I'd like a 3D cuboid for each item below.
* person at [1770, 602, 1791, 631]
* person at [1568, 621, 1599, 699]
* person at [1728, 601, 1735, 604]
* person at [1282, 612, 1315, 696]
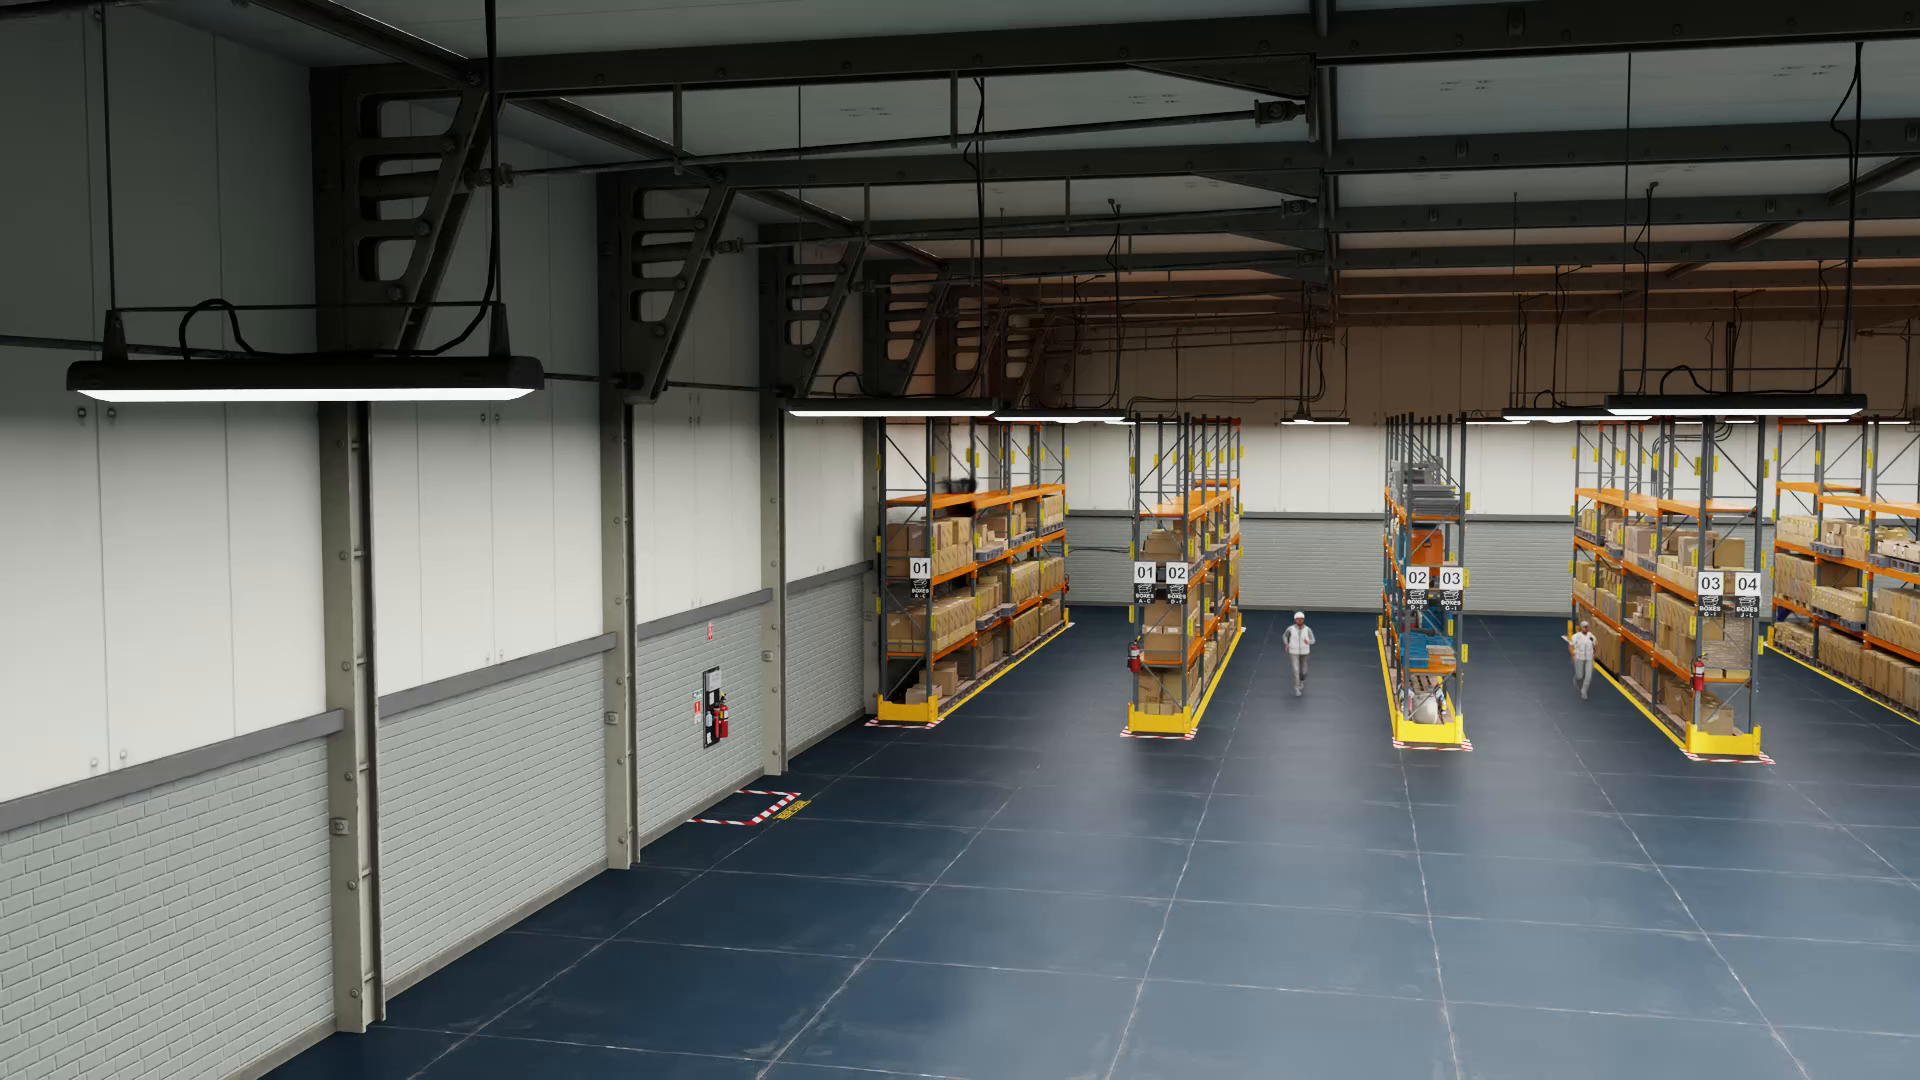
[{"bbox_3d":[22.228,1.896,44.828,0.804,1.639,0.607,-1,4,-9],"label":"person"},{"bbox_3d":[13.260,2.535,35.346,0.614,1.631,0.575,1,4,9],"label":"person"},{"bbox_3d":[18.924,2.103,40.693,0.610,1.754,0.889,1,4,12],"label":"person"},{"bbox_3d":[7.254,2.418,35.575,0.662,1.750,0.949,0,4,3],"label":"person"}]
